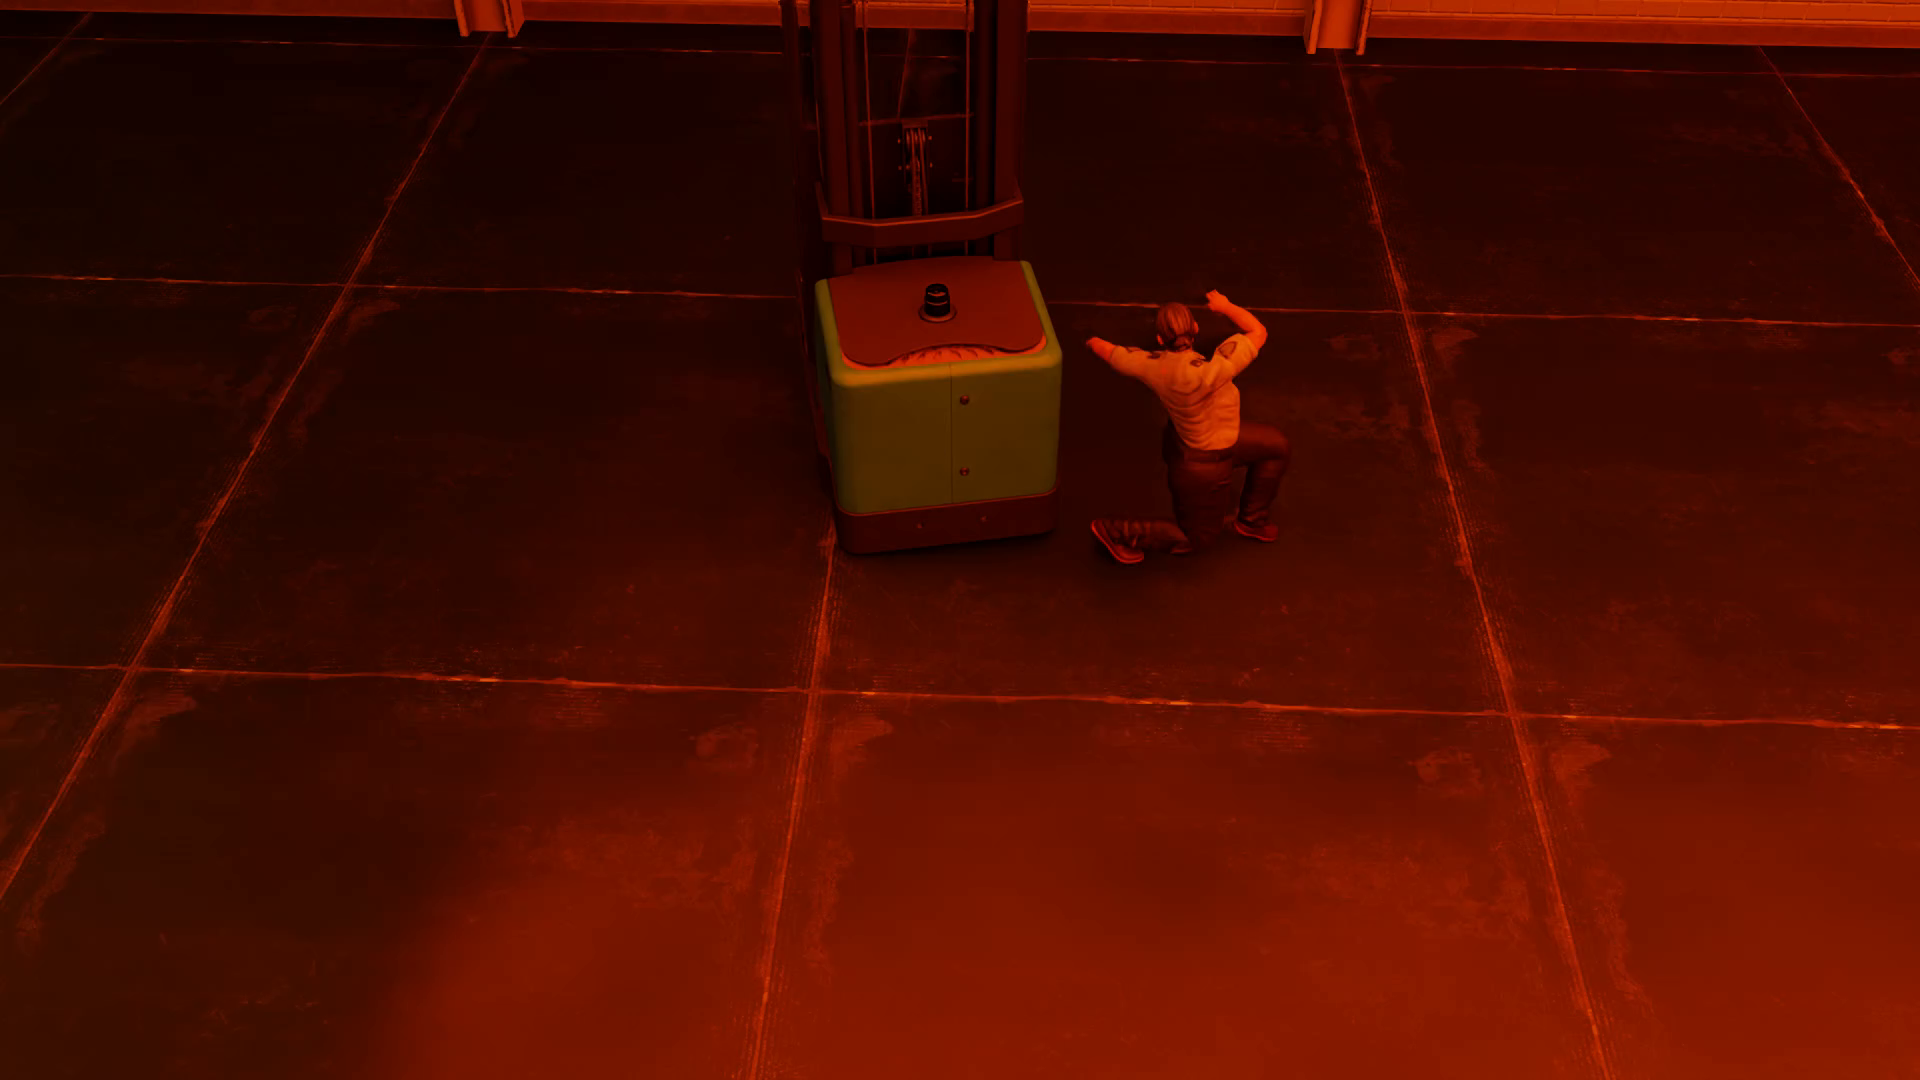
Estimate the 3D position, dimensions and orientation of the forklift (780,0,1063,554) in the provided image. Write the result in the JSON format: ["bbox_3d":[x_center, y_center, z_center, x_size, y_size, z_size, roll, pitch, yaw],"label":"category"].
[{"bbox_3d":[-0.285,-2.018,7.953,1.130,2.935,3.031,-6,43,-7],"label":"forklift"}]

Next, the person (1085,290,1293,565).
[{"bbox_3d":[1.034,-0.593,7.562,0.923,1.366,0.913,-7,43,-8],"label":"person"}]
